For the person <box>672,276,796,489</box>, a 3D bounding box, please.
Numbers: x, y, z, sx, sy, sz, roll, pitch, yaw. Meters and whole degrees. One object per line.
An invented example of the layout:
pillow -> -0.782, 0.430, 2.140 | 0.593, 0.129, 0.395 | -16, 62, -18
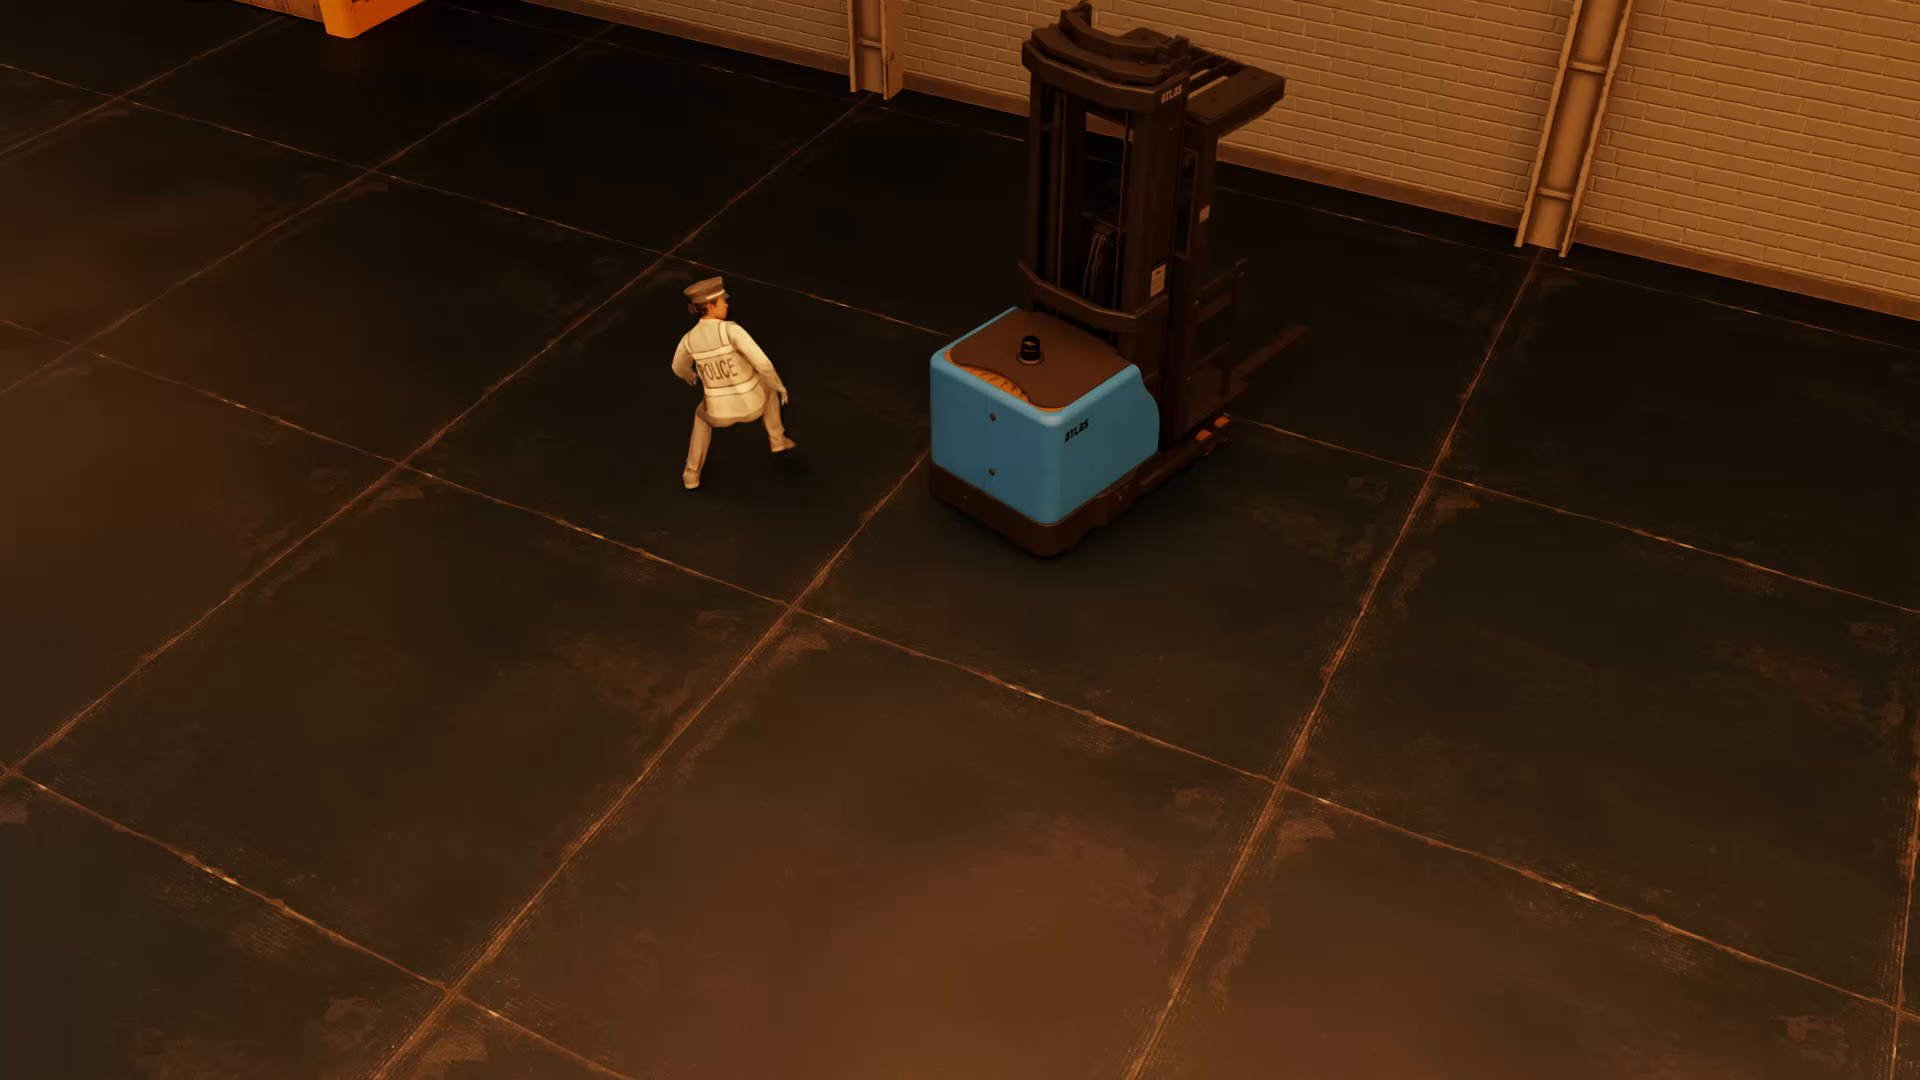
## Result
person -> -1.429, -0.963, 10.328 | 0.744, 1.456, 0.624 | 1, 40, 1

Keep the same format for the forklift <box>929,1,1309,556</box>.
forklift -> 1.177, -1.881, 10.220 | 1.130, 2.935, 3.031 | 31, 49, 31
